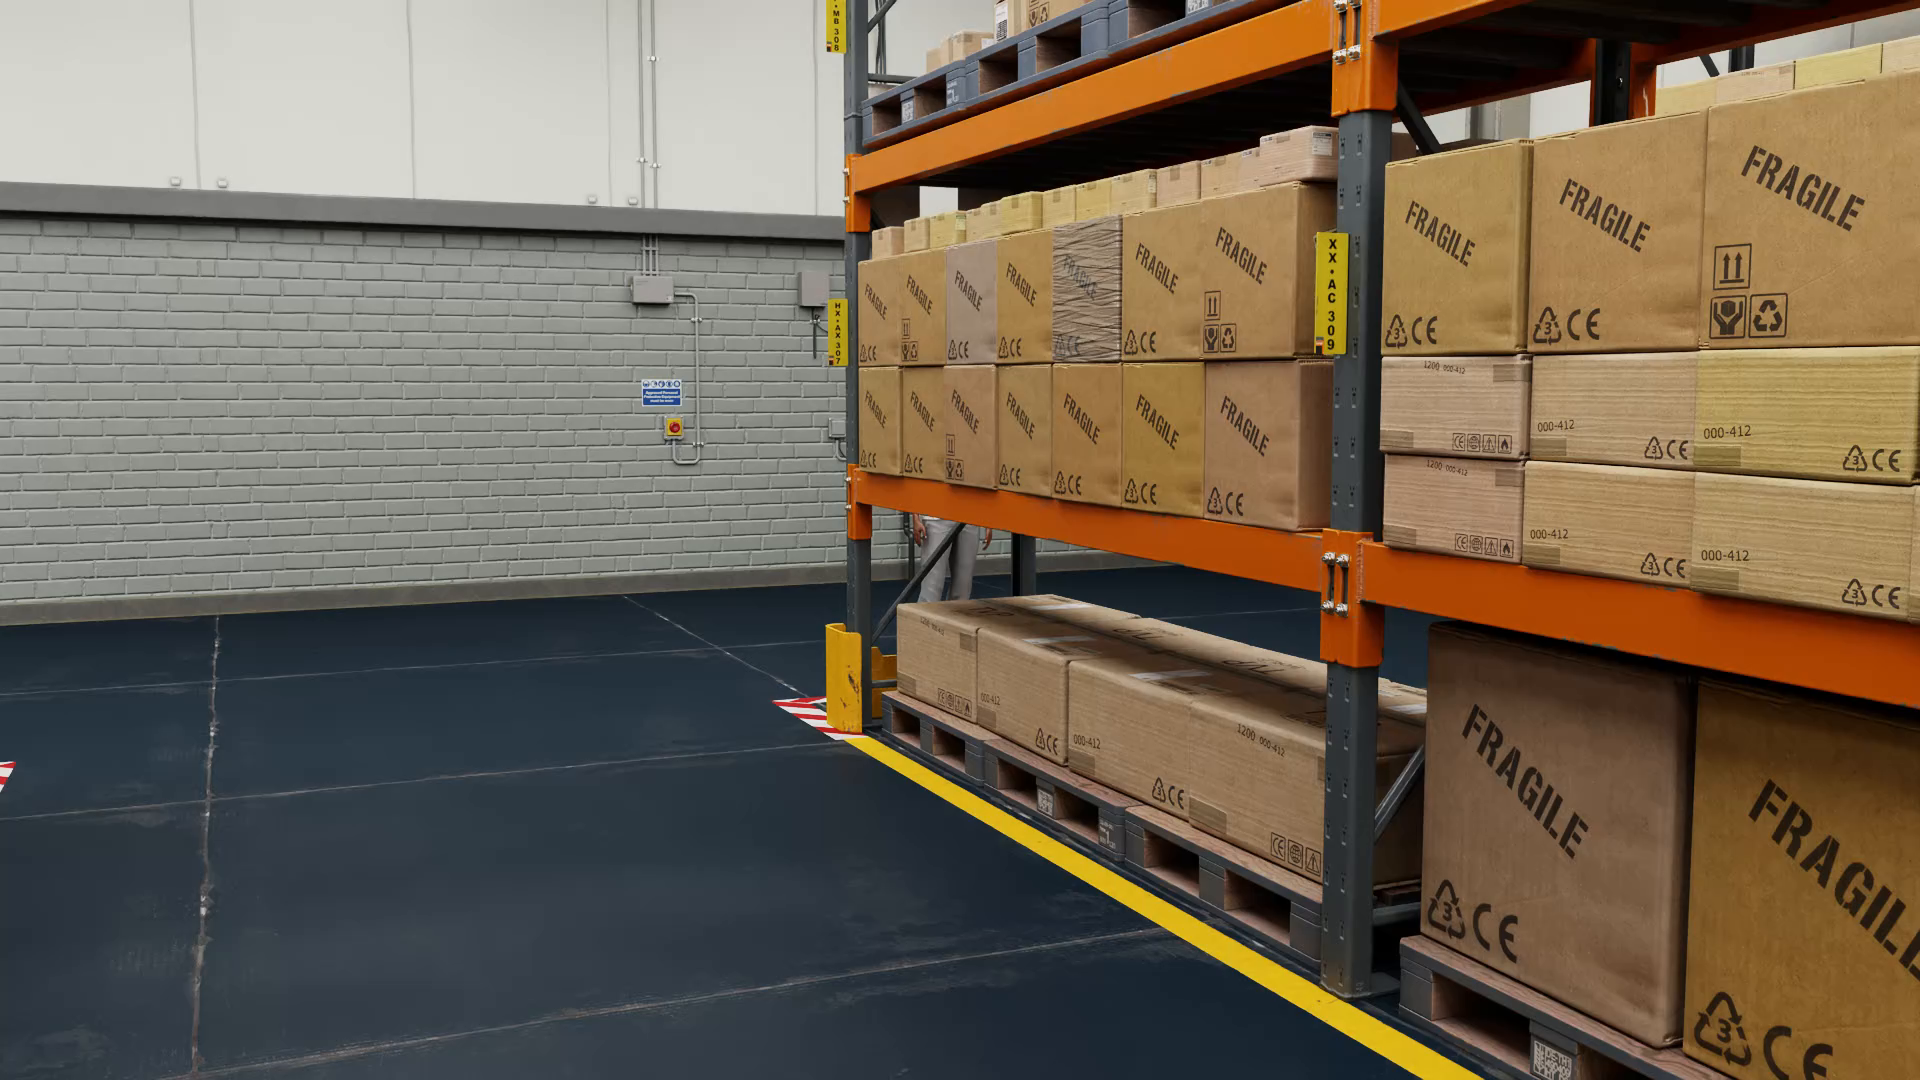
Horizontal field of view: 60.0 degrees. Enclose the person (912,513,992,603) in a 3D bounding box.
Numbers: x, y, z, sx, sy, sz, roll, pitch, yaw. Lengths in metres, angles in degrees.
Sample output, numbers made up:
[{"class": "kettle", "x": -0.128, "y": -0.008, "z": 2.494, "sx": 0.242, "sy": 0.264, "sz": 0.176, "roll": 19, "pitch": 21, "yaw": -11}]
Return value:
[{"class": "person", "x": -0.042, "y": -0.093, "z": 10.202, "sx": 0.570, "sy": 1.696, "sz": 0.529, "roll": -2, "pitch": 6, "yaw": -24}]
